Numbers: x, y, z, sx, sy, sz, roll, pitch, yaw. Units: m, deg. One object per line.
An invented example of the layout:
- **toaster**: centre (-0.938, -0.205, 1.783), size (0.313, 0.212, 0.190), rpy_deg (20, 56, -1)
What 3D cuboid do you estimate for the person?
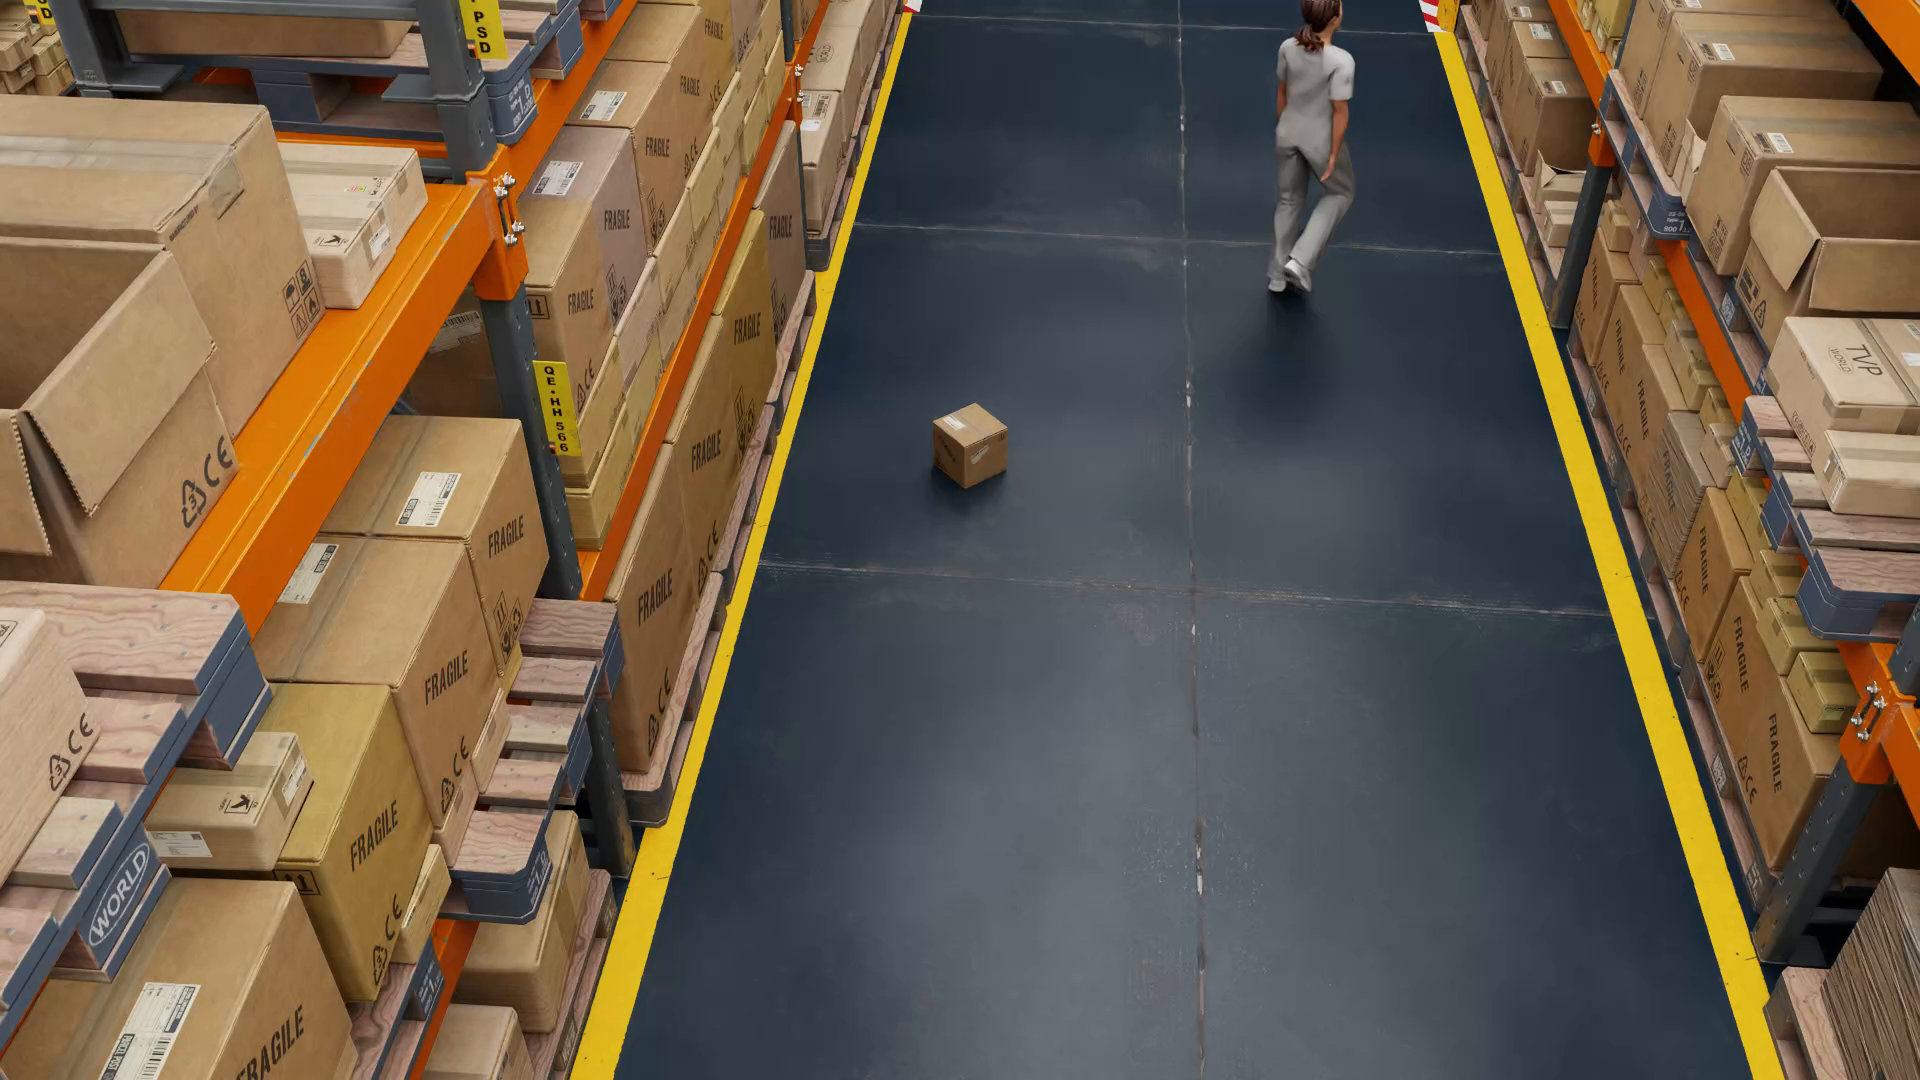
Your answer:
- **person**: centre (1.807, -2.043, 8.544), size (0.444, 1.677, 0.447), rpy_deg (27, 47, 28)
